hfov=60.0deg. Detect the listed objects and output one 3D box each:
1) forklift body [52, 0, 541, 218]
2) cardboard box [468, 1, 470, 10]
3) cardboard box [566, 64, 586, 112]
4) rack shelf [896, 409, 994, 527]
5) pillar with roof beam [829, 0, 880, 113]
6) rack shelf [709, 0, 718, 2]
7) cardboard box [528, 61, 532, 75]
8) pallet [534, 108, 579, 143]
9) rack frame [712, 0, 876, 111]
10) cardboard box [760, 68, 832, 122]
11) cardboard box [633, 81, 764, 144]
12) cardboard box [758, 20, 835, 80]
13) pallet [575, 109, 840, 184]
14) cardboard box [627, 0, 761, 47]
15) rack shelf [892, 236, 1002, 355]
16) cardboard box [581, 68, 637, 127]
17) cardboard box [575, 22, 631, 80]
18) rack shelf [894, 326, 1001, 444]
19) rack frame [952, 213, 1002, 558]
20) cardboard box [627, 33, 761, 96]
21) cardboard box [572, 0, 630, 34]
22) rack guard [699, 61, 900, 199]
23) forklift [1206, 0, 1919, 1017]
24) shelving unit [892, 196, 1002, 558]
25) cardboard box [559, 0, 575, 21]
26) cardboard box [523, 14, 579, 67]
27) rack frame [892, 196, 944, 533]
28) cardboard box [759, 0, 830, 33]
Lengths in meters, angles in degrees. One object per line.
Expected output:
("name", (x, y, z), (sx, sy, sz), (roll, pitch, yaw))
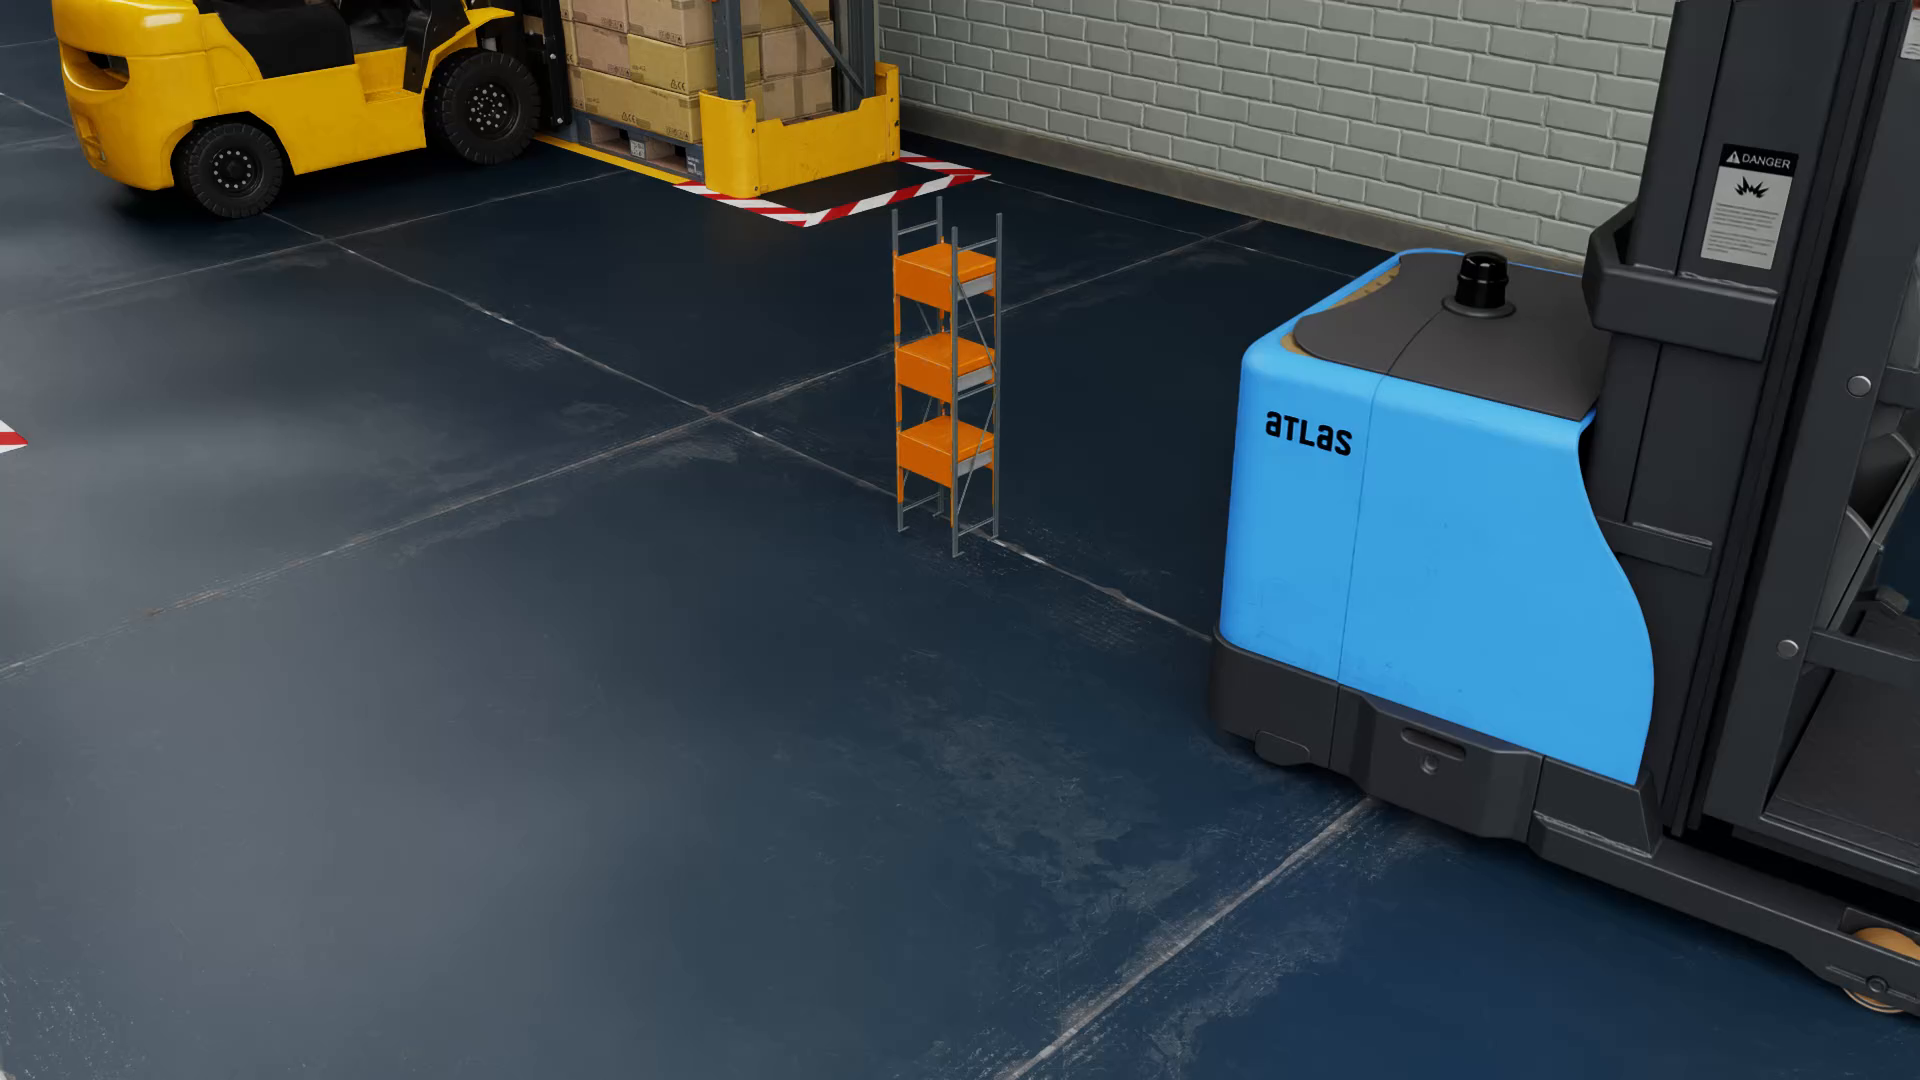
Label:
("forklift body", (-3.489, -2.979, 8.605), (1.214, 2.155, 2.313), (25, 36, 38))
("cardboard box", (-2.871, -3.245, 10.164), (0.500, 0.250, 0.500), (24, 36, 38))
("cardboard box", (-2.113, -2.691, 9.647), (0.500, 0.250, 0.500), (-25, 37, -39))
("rack shelf", (-0.038, -0.227, 5.173), (0.240, 0.259, 0.215), (25, 36, 38))
("pillar with roof beam", (-3.740, -5.095, 5.270), (0.400, 9.000, 9.100), (25, 36, 38))
("rack shelf", (-2.284, -3.676, 9.791), (4.000, 0.370, 1.077), (25, 36, 38))
("cardboard box", (-2.499, -2.853, 9.955), (0.500, 0.250, 0.500), (-24, 36, -38))
("pallet", (-2.298, -2.741, 10.236), (1.213, 0.211, 1.003), (25, 36, 38))
("rack frame", (-0.858, -3.342, 8.382), (0.127, 3.000, 1.000), (25, 36, 38))
("cardboard box", (-1.071, -2.536, 9.352), (0.500, 0.250, 0.500), (25, 37, 39))
("cardboard box", (-1.414, -2.359, 9.016), (0.500, 0.250, 0.500), (25, 37, 39))
("cardboard box", (-1.047, -2.754, 9.231), (0.500, 0.250, 0.500), (-25, 36, -38))
("pallet", (-1.432, -2.343, 9.479), (1.213, 0.211, 1.003), (25, 36, 38))
("cardboard box", (-1.405, -2.800, 8.780), (0.500, 0.250, 0.500), (-24, 36, -38))
("rack shelf", (-0.038, -0.724, 4.912), (0.240, 0.259, 0.215), (25, 36, 38))
("cardboard box", (-1.762, -2.524, 9.331), (0.500, 0.250, 0.500), (25, 36, 38))
("cardboard box", (-1.774, -2.754, 9.231), (0.500, 0.250, 0.500), (24, 36, 38))
("rack shelf", (-0.038, -0.473, 5.044), (0.240, 0.259, 0.215), (25, 36, 38))
("rack frame", (0.049, -0.442, 4.963), (0.008, 1.050, 0.200), (25, 36, 38))
("cardboard box", (-1.424, -2.587, 8.913), (0.500, 0.250, 0.500), (24, 36, 38))
("cardboard box", (-1.773, -2.964, 9.094), (0.500, 0.250, 0.500), (-25, 36, -38))
("rack guard", (-0.840, -2.227, 8.949), (0.348, 0.500, 1.175), (25, 36, 38))
("forklift", (2.118, -0.558, 3.162), (3.031, 2.935, 1.130), (19, 33, 32))
("shelving unit", (-0.038, -0.482, 5.039), (0.252, 1.050, 0.215), (25, 36, 38))
("cardboard box", (-2.140, -3.126, 9.400), (0.500, 0.250, 0.500), (-25, 37, -39))
("cardboard box", (-2.157, -2.916, 9.538), (0.500, 0.250, 0.500), (24, 36, 37))
("rack frame", (-0.125, -0.522, 5.115), (0.008, 1.050, 0.200), (25, 36, 38))
("cardboard box", (-1.068, -2.973, 9.109), (0.500, 0.250, 0.500), (24, 36, 38))
